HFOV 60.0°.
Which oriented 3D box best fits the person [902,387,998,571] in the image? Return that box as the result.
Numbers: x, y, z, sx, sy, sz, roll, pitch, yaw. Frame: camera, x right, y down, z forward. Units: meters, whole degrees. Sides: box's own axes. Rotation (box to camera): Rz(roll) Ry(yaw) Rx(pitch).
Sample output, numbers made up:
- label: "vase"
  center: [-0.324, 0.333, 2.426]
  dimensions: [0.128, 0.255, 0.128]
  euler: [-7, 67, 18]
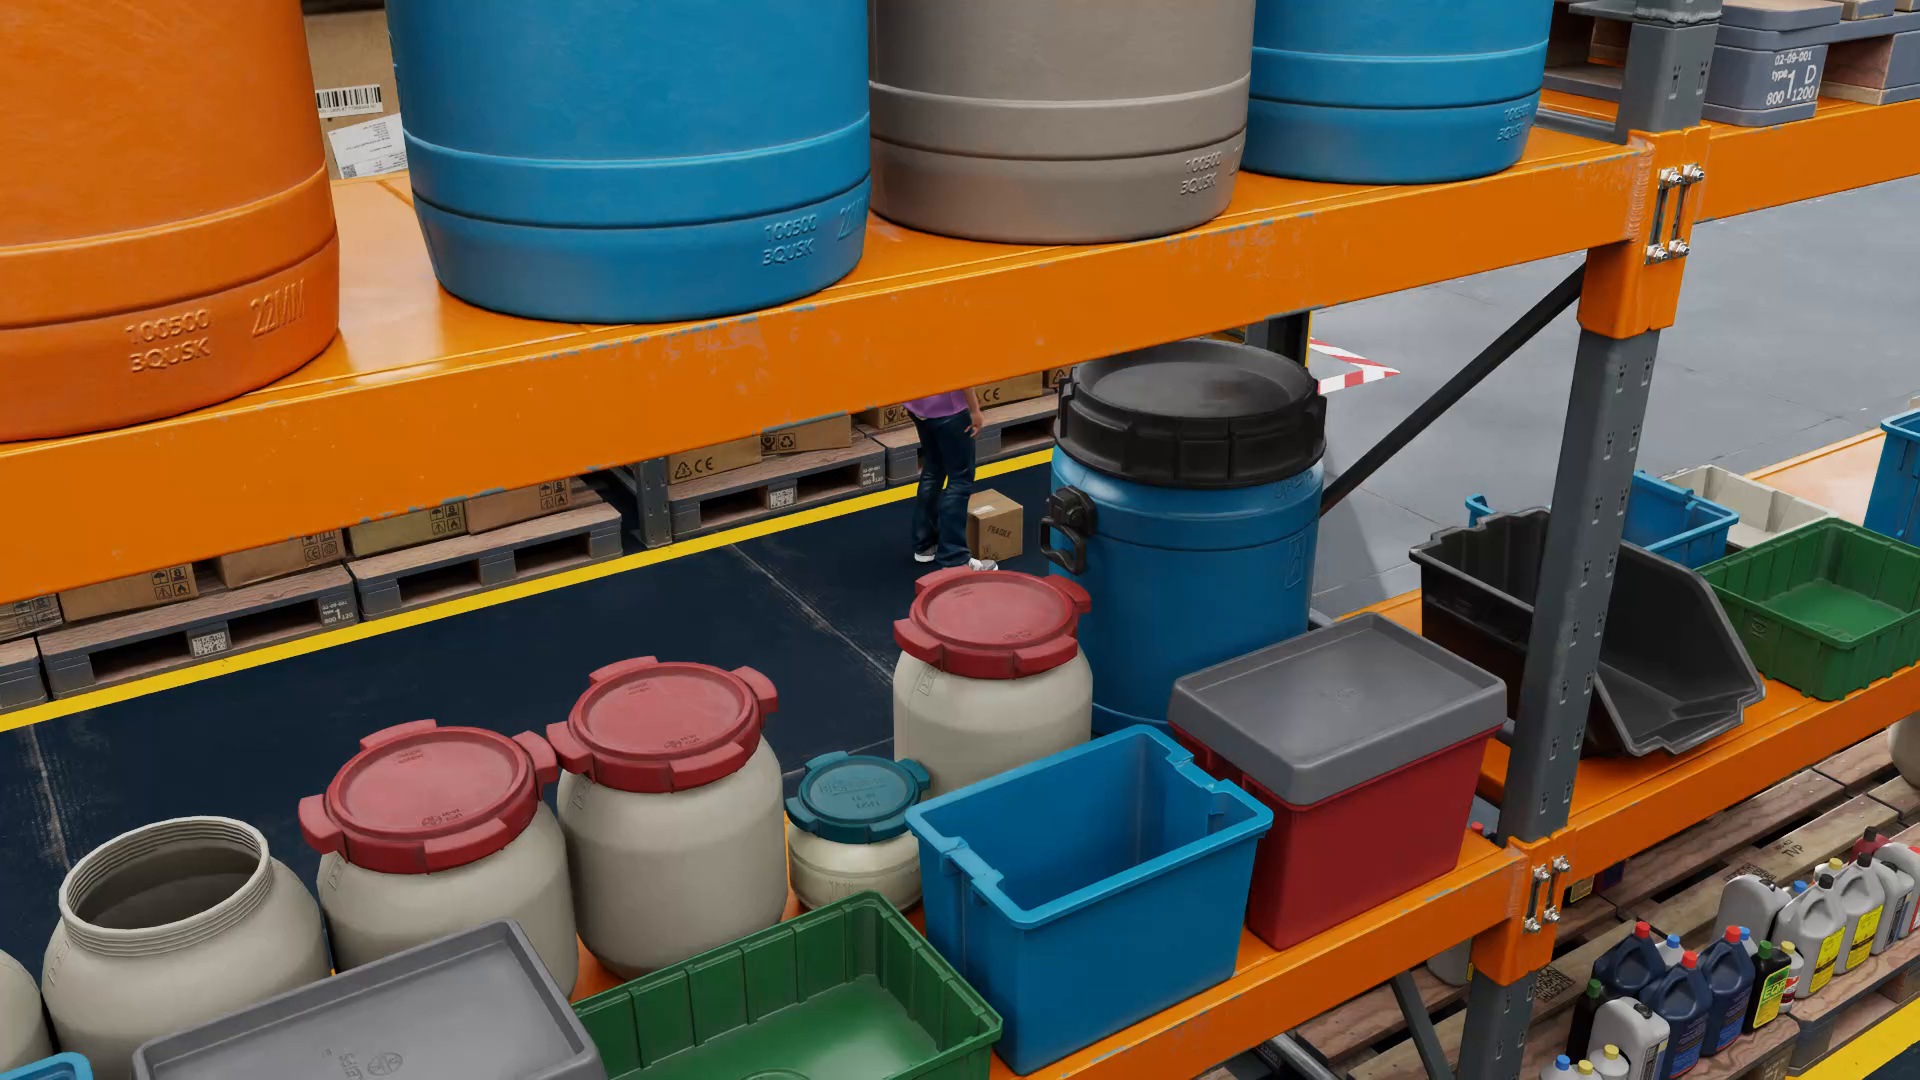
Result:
- label: "person"
  center: [-0.071, -0.607, 7.396]
  dimensions: [0.349, 1.593, 0.473]
  euler: [-16, 30, -30]
